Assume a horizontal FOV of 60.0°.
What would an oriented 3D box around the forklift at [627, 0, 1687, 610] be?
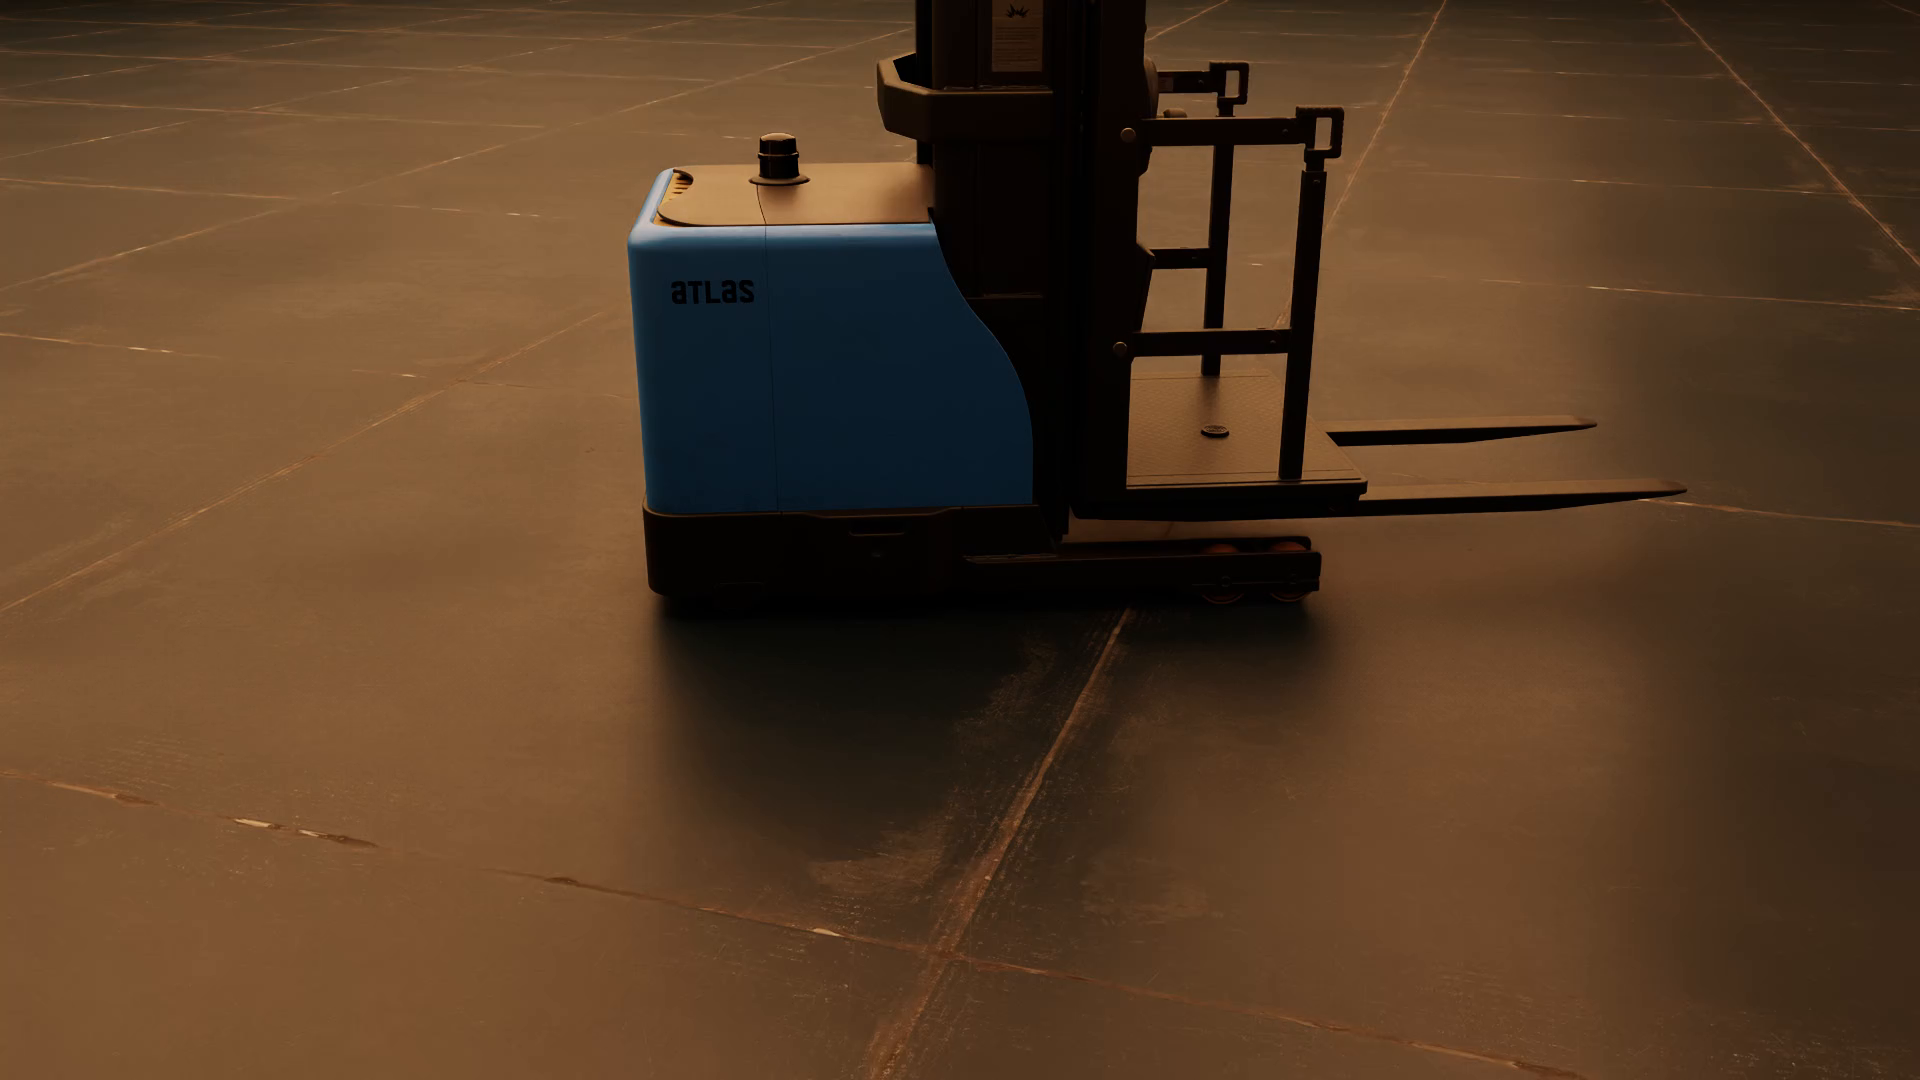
[{"bbox_3d":[0.606,-1.374,4.608,3.031,2.935,1.130,-2,23,-4],"label":"forklift"}]
